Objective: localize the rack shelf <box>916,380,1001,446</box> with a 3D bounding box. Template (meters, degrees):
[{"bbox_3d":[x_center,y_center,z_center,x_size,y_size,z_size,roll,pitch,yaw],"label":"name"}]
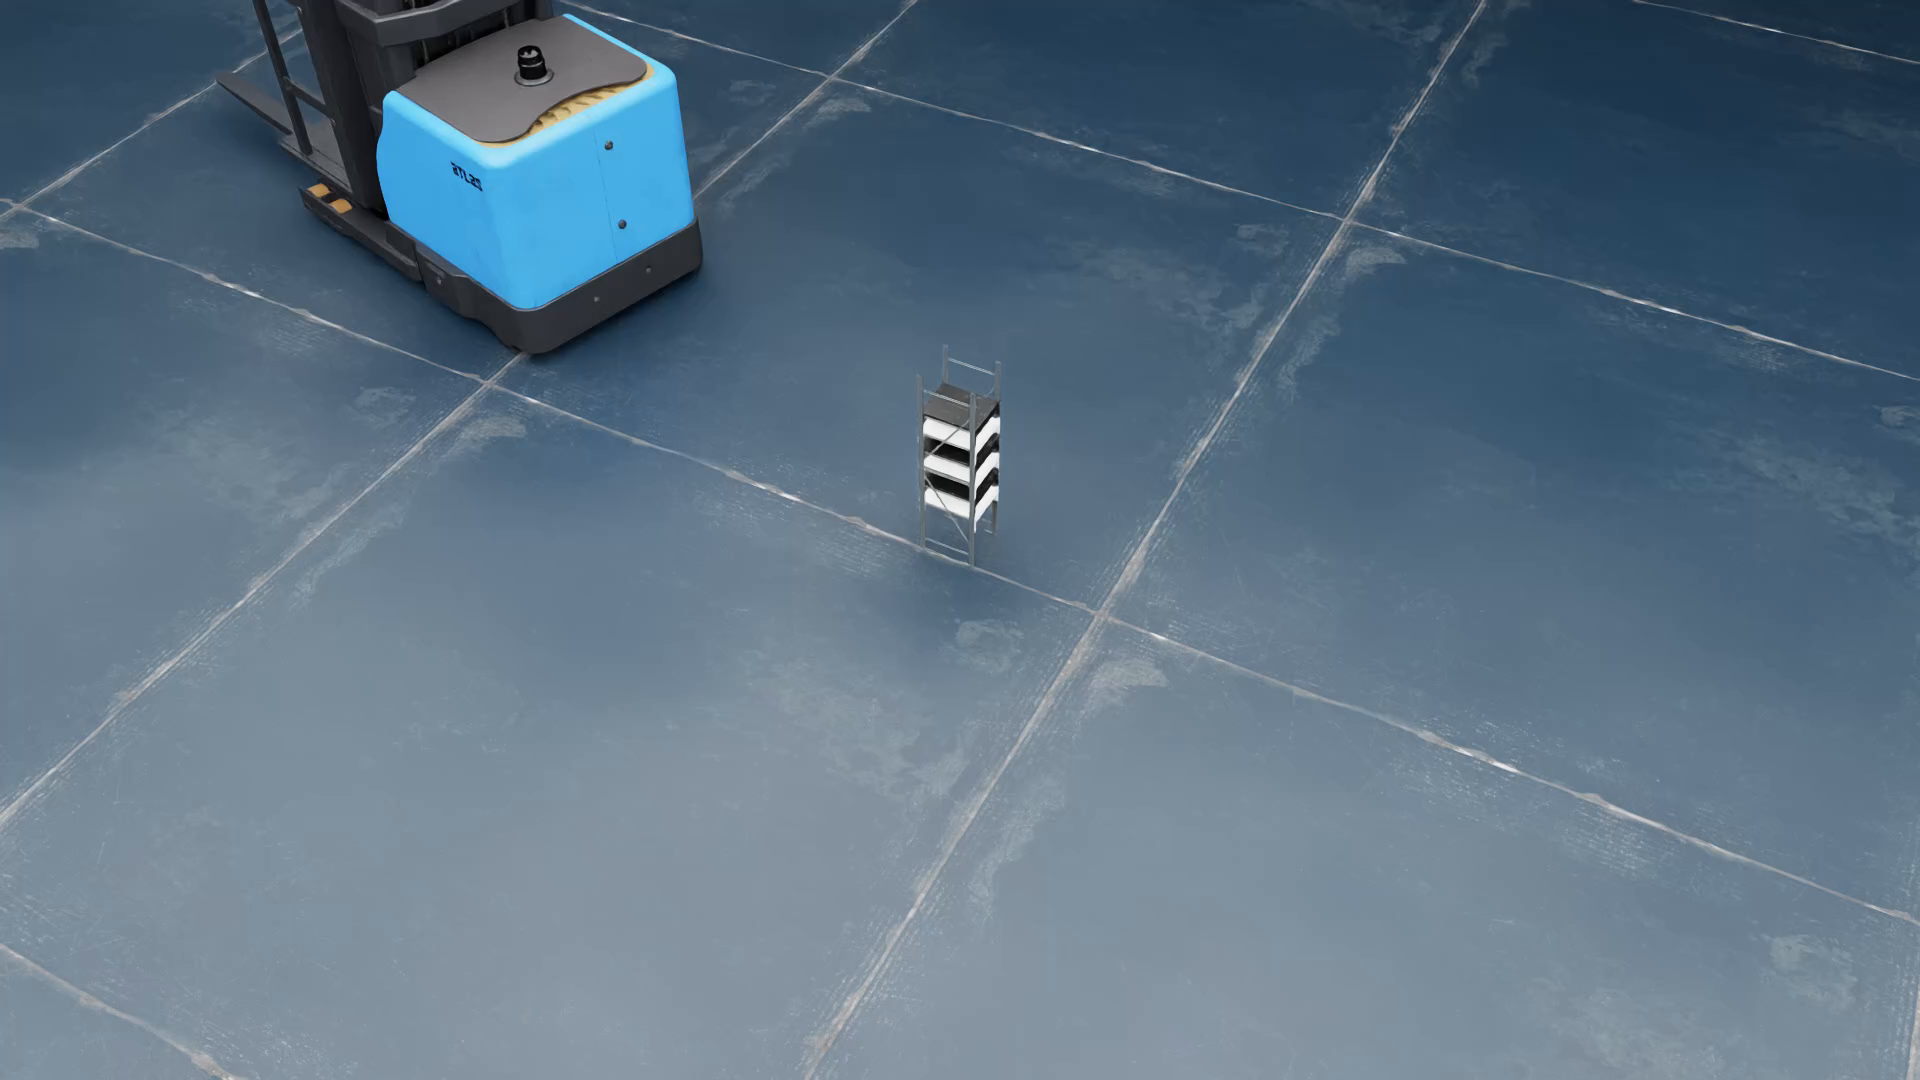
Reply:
[{"bbox_3d":[-0.004,-0.478,6.257,0.258,0.077,0.200,20,49,19],"label":"rack shelf"}]

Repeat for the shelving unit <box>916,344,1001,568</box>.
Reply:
[{"bbox_3d":[-0.004,-0.311,6.425,0.258,0.900,0.210,20,49,19],"label":"shelving unit"}]

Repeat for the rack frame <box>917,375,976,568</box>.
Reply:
[{"bbox_3d":[-0.051,-0.247,6.362,0.240,0.900,0.006,20,49,19],"label":"rack frame"}]

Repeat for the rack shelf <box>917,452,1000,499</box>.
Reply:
[{"bbox_3d":[-0.004,-0.288,6.449,0.258,0.077,0.200,20,49,19],"label":"rack shelf"}]

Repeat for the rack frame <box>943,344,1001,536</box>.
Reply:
[{"bbox_3d":[0.043,-0.375,6.488,0.240,0.900,0.006,20,49,19],"label":"rack frame"}]

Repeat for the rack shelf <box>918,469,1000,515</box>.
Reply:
[{"bbox_3d":[-0.004,-0.225,6.513,0.258,0.077,0.200,20,49,19],"label":"rack shelf"}]

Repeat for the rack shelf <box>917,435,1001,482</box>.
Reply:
[{"bbox_3d":[-0.004,-0.351,6.385,0.258,0.077,0.200,20,49,19],"label":"rack shelf"}]

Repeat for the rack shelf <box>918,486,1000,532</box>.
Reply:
[{"bbox_3d":[-0.004,-0.161,6.577,0.258,0.077,0.200,20,49,19],"label":"rack shelf"}]

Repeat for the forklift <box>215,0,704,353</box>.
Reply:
[{"bbox_3d":[-2.651,-2.794,7.451,3.031,2.935,1.130,34,54,29],"label":"forklift"}]

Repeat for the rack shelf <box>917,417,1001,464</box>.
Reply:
[{"bbox_3d":[-0.004,-0.414,6.321,0.258,0.077,0.200,20,49,19],"label":"rack shelf"}]
